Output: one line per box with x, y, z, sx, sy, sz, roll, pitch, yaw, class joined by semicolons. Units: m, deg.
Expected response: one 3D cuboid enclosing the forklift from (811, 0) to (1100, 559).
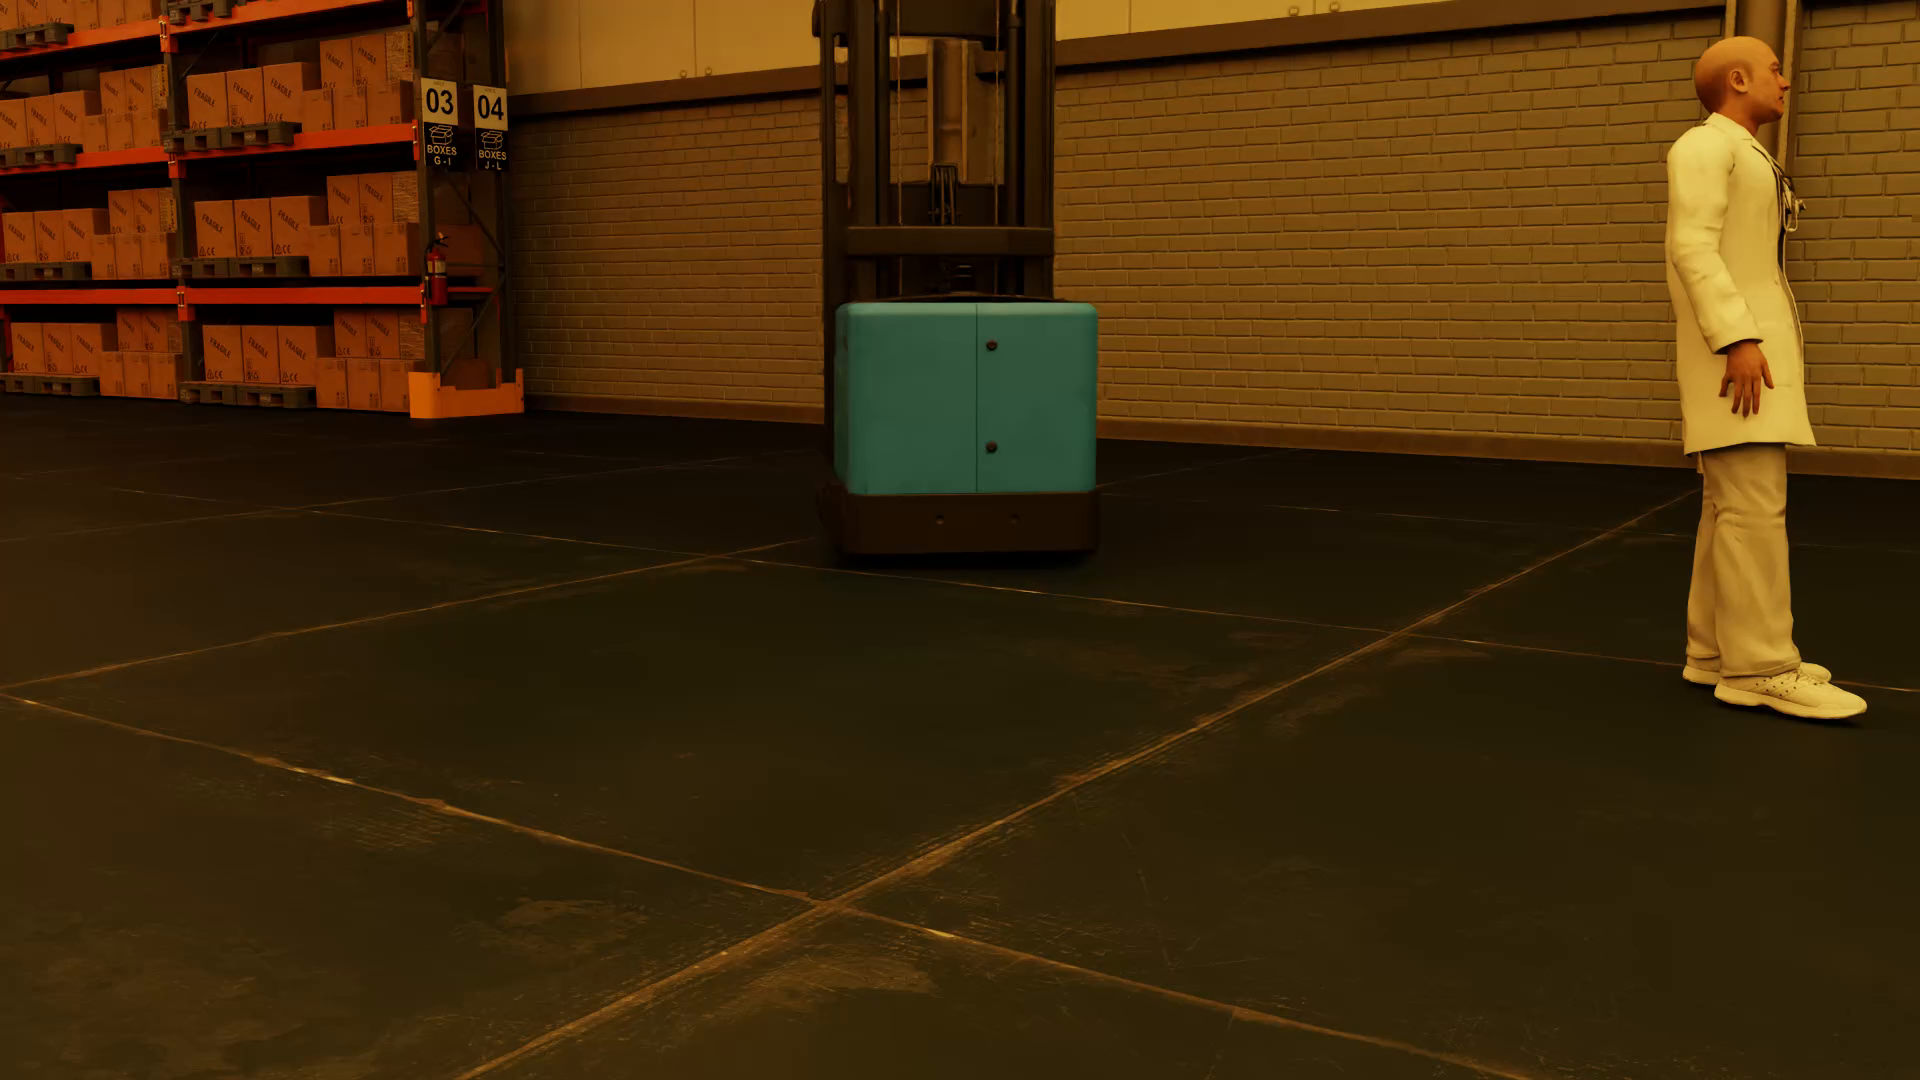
-0.138;-1.541;8.026;1.130;2.935;3.031;-1;8;-8;forklift

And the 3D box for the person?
2.216;-0.465;4.506;0.580;1.776;0.698;5;10;32;person
